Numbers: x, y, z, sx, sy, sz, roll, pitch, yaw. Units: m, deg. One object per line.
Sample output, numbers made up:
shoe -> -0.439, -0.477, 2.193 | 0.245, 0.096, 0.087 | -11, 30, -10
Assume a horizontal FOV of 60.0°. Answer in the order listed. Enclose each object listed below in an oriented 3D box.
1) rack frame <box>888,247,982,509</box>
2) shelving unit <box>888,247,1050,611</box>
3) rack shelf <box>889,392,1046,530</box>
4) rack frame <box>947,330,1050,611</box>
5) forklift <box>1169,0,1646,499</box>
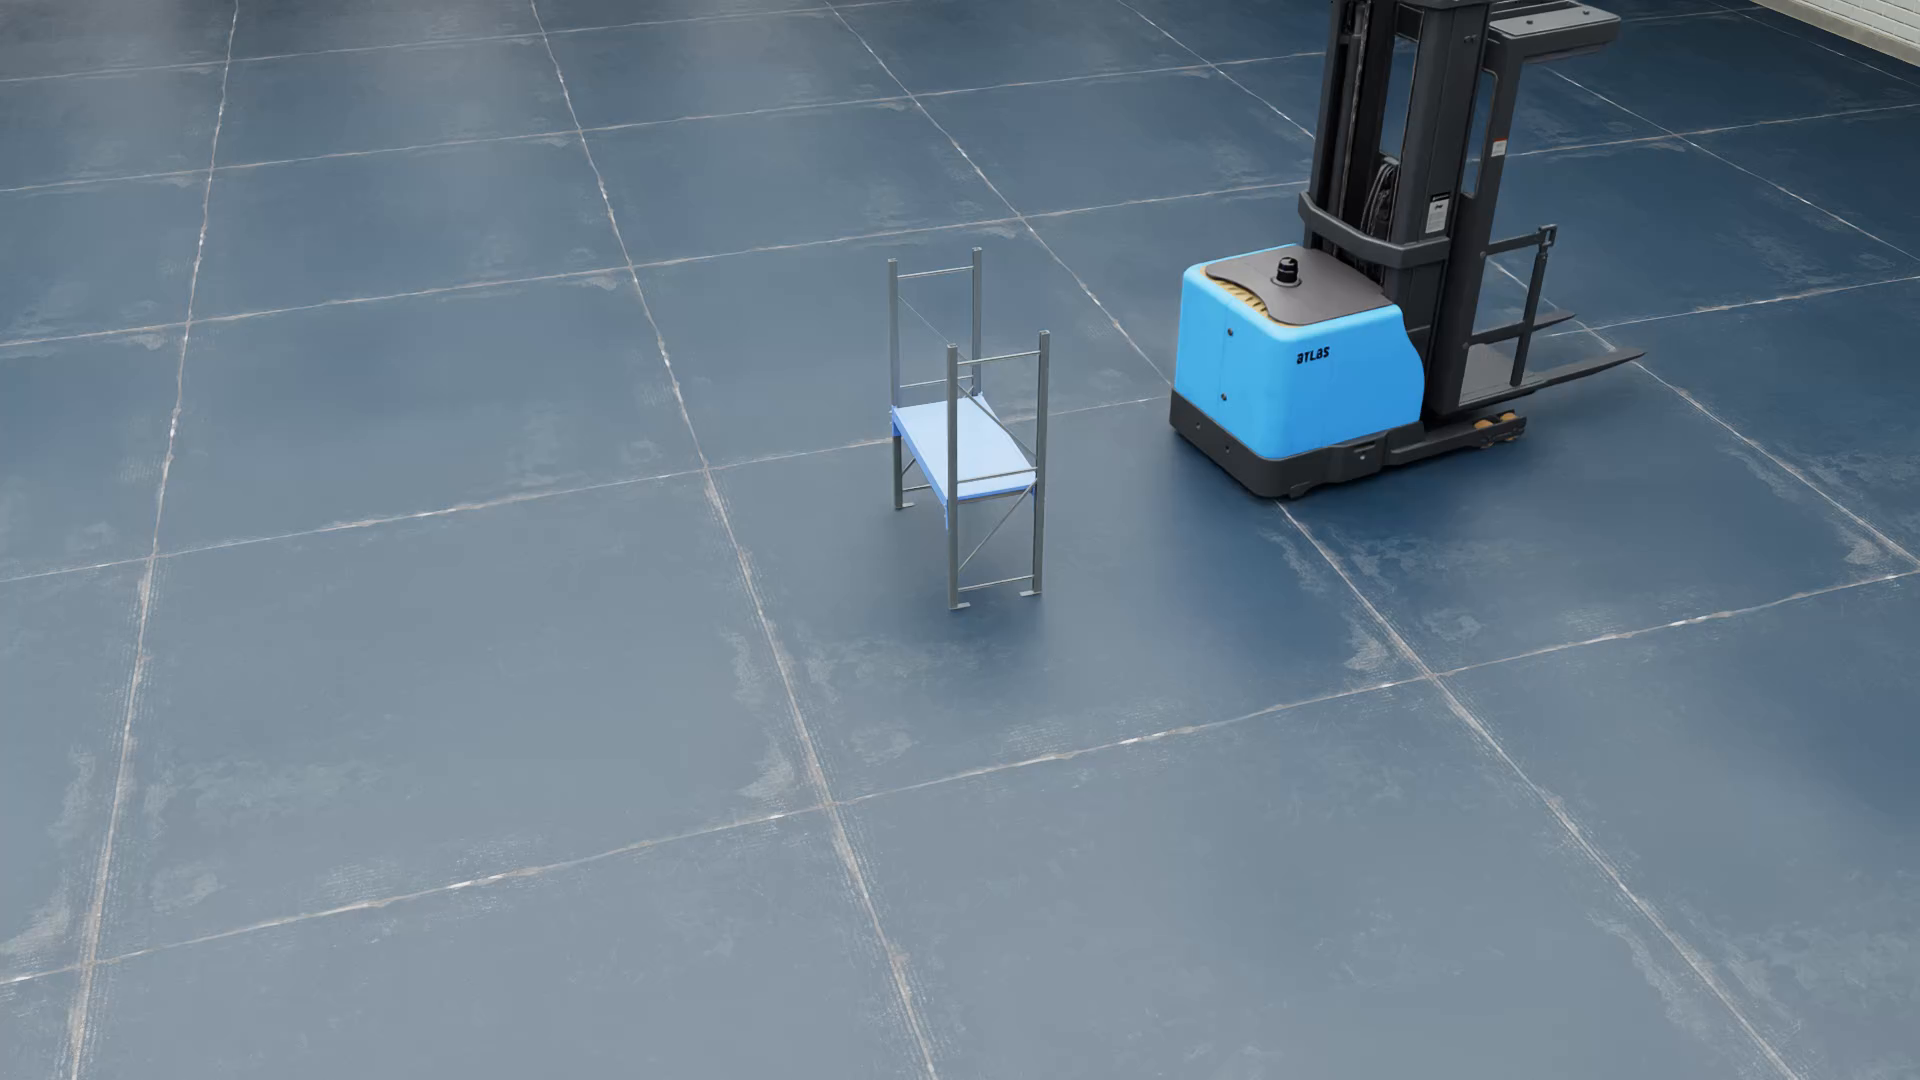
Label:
rack frame -> -0.129, -0.848, 8.992 | 0.500, 1.500, 0.032 | -10, 35, -15
shelving unit -> 0.026, -0.581, 8.588 | 0.538, 1.500, 1.048 | -10, 35, -15
rack shelf -> 0.026, -0.431, 8.687 | 0.538, 0.185, 1.000 | -10, 35, -15
rack frame -> 0.181, -0.314, 8.184 | 0.500, 1.500, 0.032 | -10, 35, -15
forklift -> 2.812, -2.012, 9.456 | 3.031, 2.935, 1.130 | -15, 36, -22
